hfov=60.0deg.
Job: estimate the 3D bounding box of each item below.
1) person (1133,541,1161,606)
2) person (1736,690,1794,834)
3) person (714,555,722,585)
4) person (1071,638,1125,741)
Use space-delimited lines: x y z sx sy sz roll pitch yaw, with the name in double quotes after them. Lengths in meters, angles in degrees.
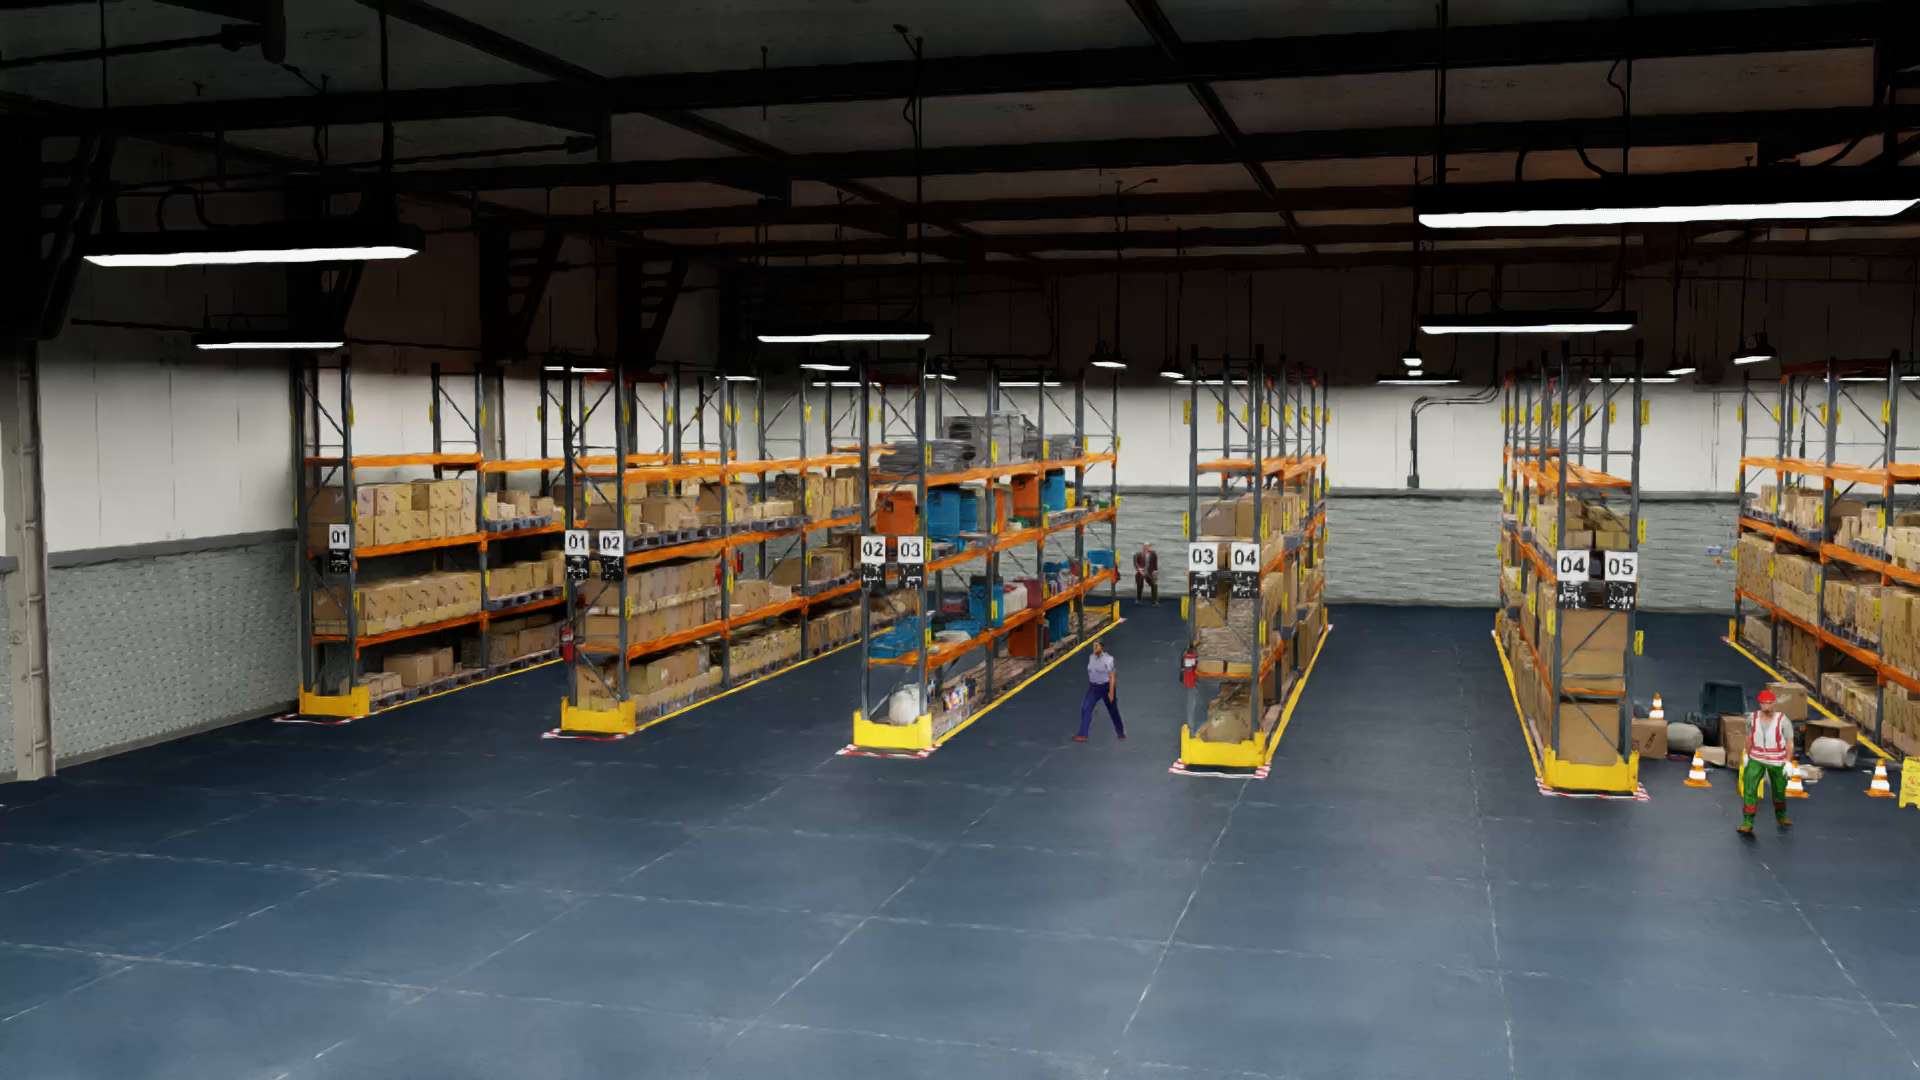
4.872 0.872 43.546 0.736 1.715 0.894 0 4 0 "person"
9.693 2.649 19.965 0.595 1.739 0.986 3 5 37 "person"
-5.649 1.203 38.941 0.407 1.730 0.655 0 4 1 "person"
2.162 2.290 25.553 0.522 1.594 0.938 4 6 40 "person"
